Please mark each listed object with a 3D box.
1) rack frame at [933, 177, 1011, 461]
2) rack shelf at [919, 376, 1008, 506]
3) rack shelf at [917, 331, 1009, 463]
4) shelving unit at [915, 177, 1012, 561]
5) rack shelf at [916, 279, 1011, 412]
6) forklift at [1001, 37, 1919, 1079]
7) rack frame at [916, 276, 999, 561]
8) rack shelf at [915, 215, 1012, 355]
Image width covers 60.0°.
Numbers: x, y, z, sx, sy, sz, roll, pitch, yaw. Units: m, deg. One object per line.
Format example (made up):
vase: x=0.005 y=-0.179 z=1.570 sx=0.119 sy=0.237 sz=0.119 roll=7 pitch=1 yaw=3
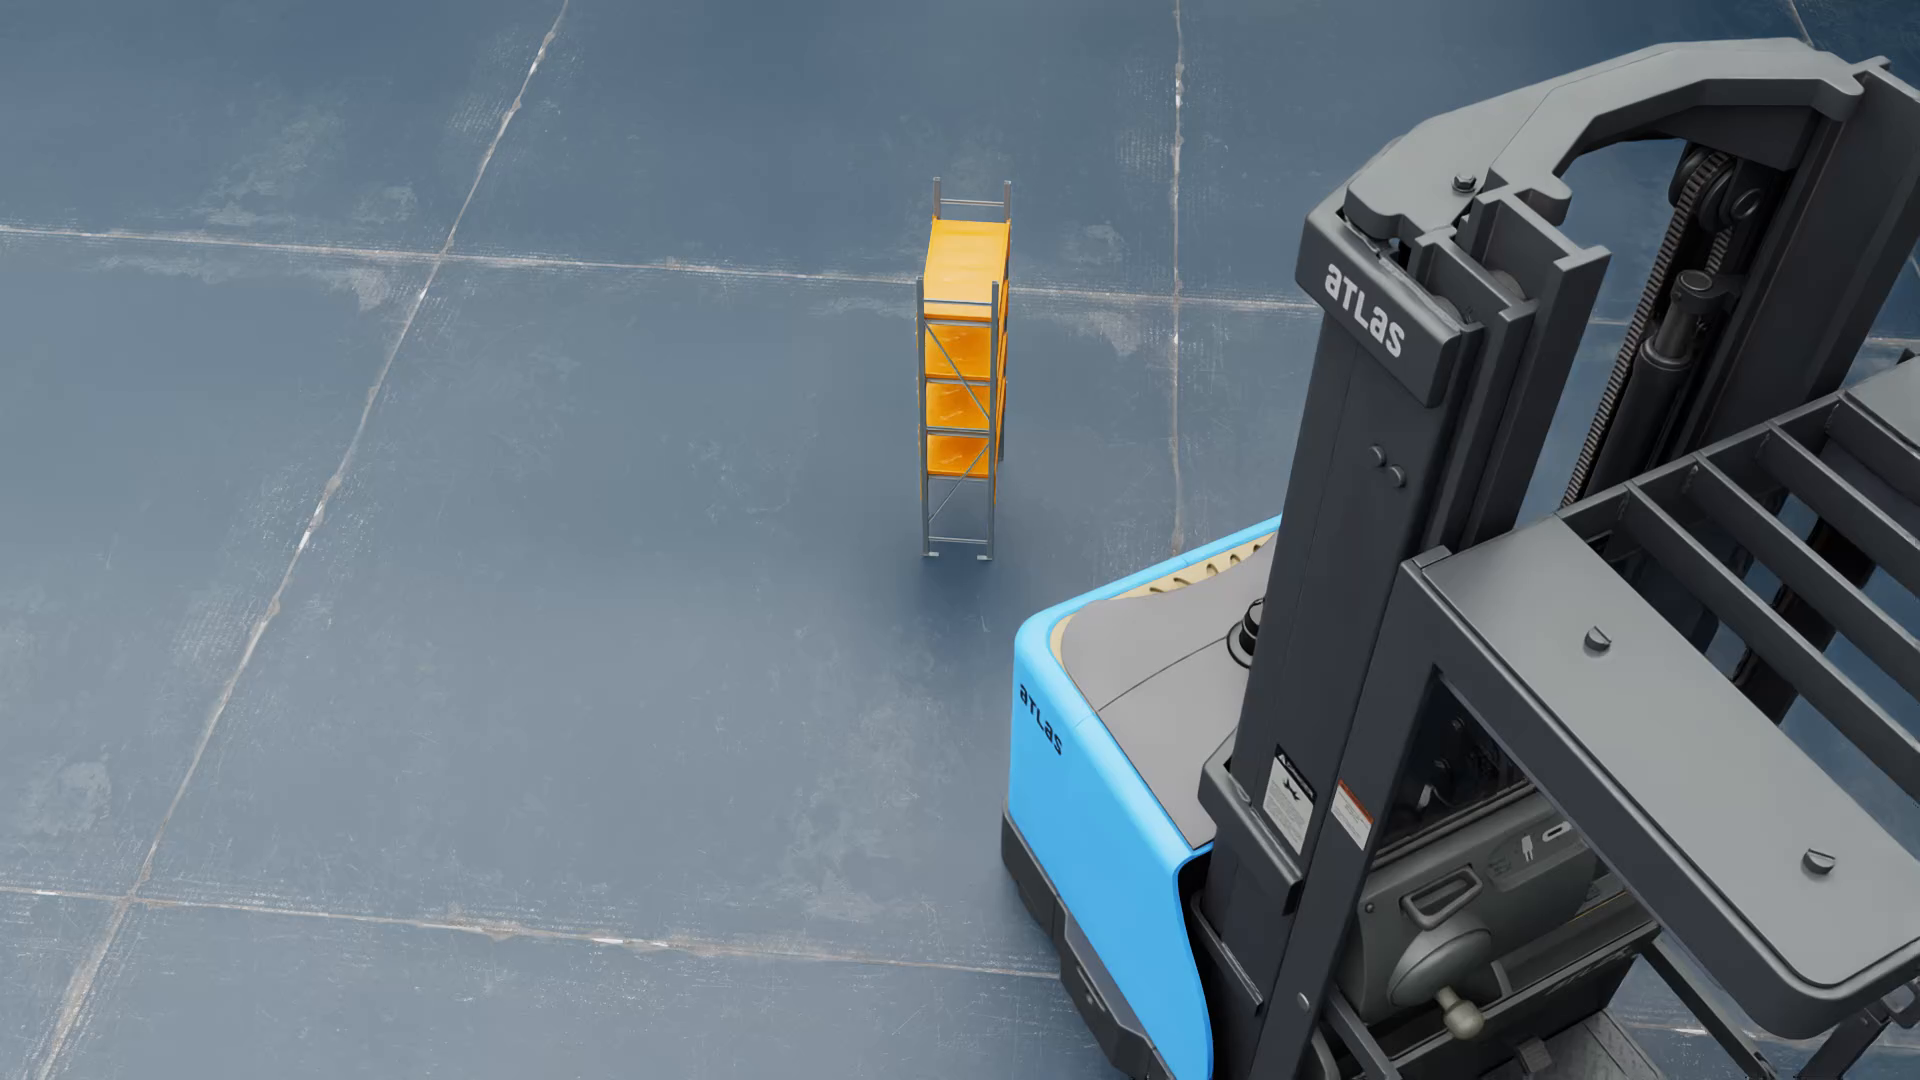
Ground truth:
rack frame: x=0.037 y=-0.706 z=5.583 sx=0.240 sy=1.200 sz=0.015 roll=4 pitch=48 yaw=4
rack shelf: x=0.015 y=-0.347 z=5.615 sx=0.258 sy=0.148 sz=0.480 roll=4 pitch=48 yaw=4
rack shelf: x=0.015 y=-0.481 z=5.468 sx=0.258 sy=0.148 sz=0.480 roll=4 pitch=48 yaw=4
shelving unit: x=0.015 y=-0.527 z=5.419 sx=0.258 sy=1.200 sz=0.503 roll=4 pitch=48 yaw=4
rack shelf: x=0.015 y=-0.632 z=5.303 sx=0.258 sy=0.148 sz=0.480 roll=4 pitch=48 yaw=4
forklift: x=1.243 y=0.742 z=3.085 sx=1.130 sy=2.935 sz=3.031 roll=-21 pitch=51 yaw=-18
rack frame: x=-0.007 y=-0.347 z=5.255 sx=0.240 sy=1.200 sz=0.015 roll=4 pitch=48 yaw=4
rack shelf: x=0.015 y=-0.792 z=5.129 sx=0.258 sy=0.148 sz=0.480 roll=4 pitch=48 yaw=4
